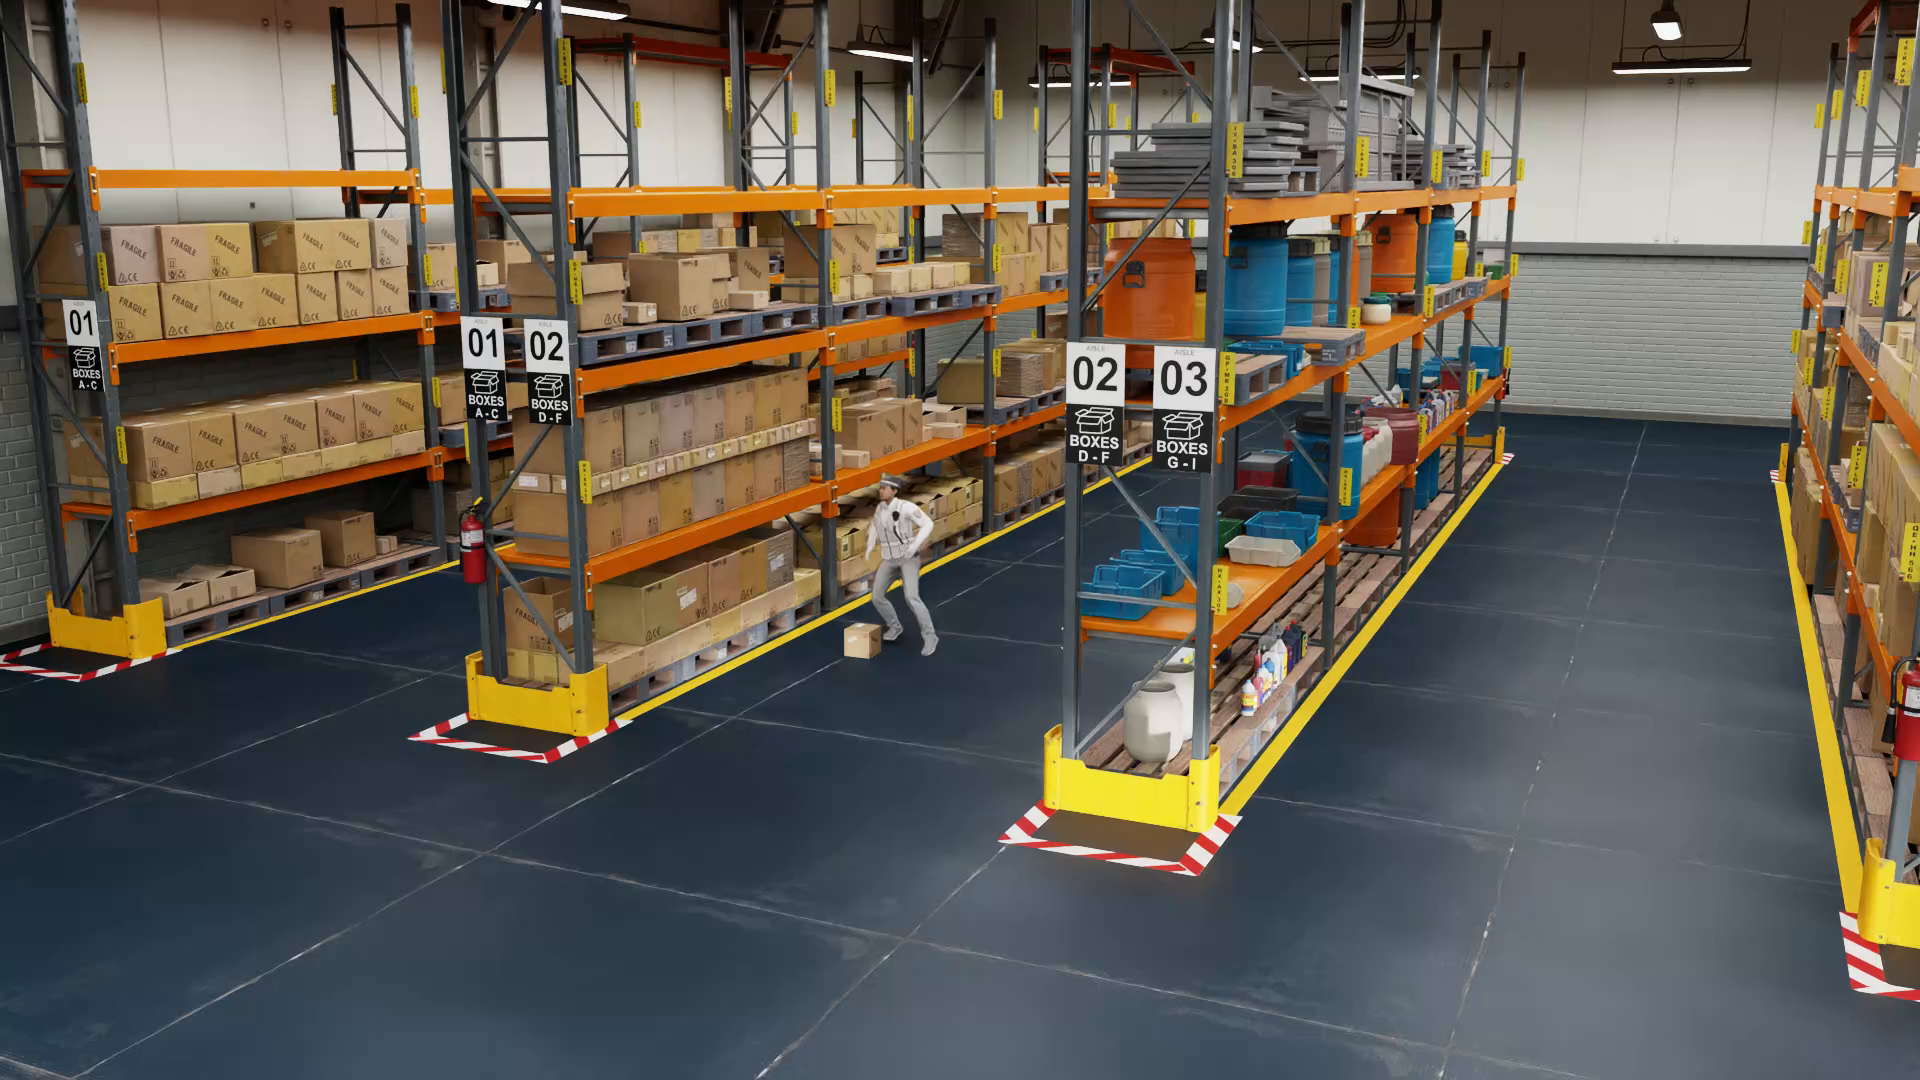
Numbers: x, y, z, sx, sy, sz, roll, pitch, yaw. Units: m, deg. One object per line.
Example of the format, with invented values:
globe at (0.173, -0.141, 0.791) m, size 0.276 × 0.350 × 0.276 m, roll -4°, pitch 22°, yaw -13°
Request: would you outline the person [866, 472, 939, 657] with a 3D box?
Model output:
person at (-0.546, 0.187, 15.315) m, size 0.999 × 1.606 × 0.514 m, roll 8°, pitch 15°, yaw 34°
